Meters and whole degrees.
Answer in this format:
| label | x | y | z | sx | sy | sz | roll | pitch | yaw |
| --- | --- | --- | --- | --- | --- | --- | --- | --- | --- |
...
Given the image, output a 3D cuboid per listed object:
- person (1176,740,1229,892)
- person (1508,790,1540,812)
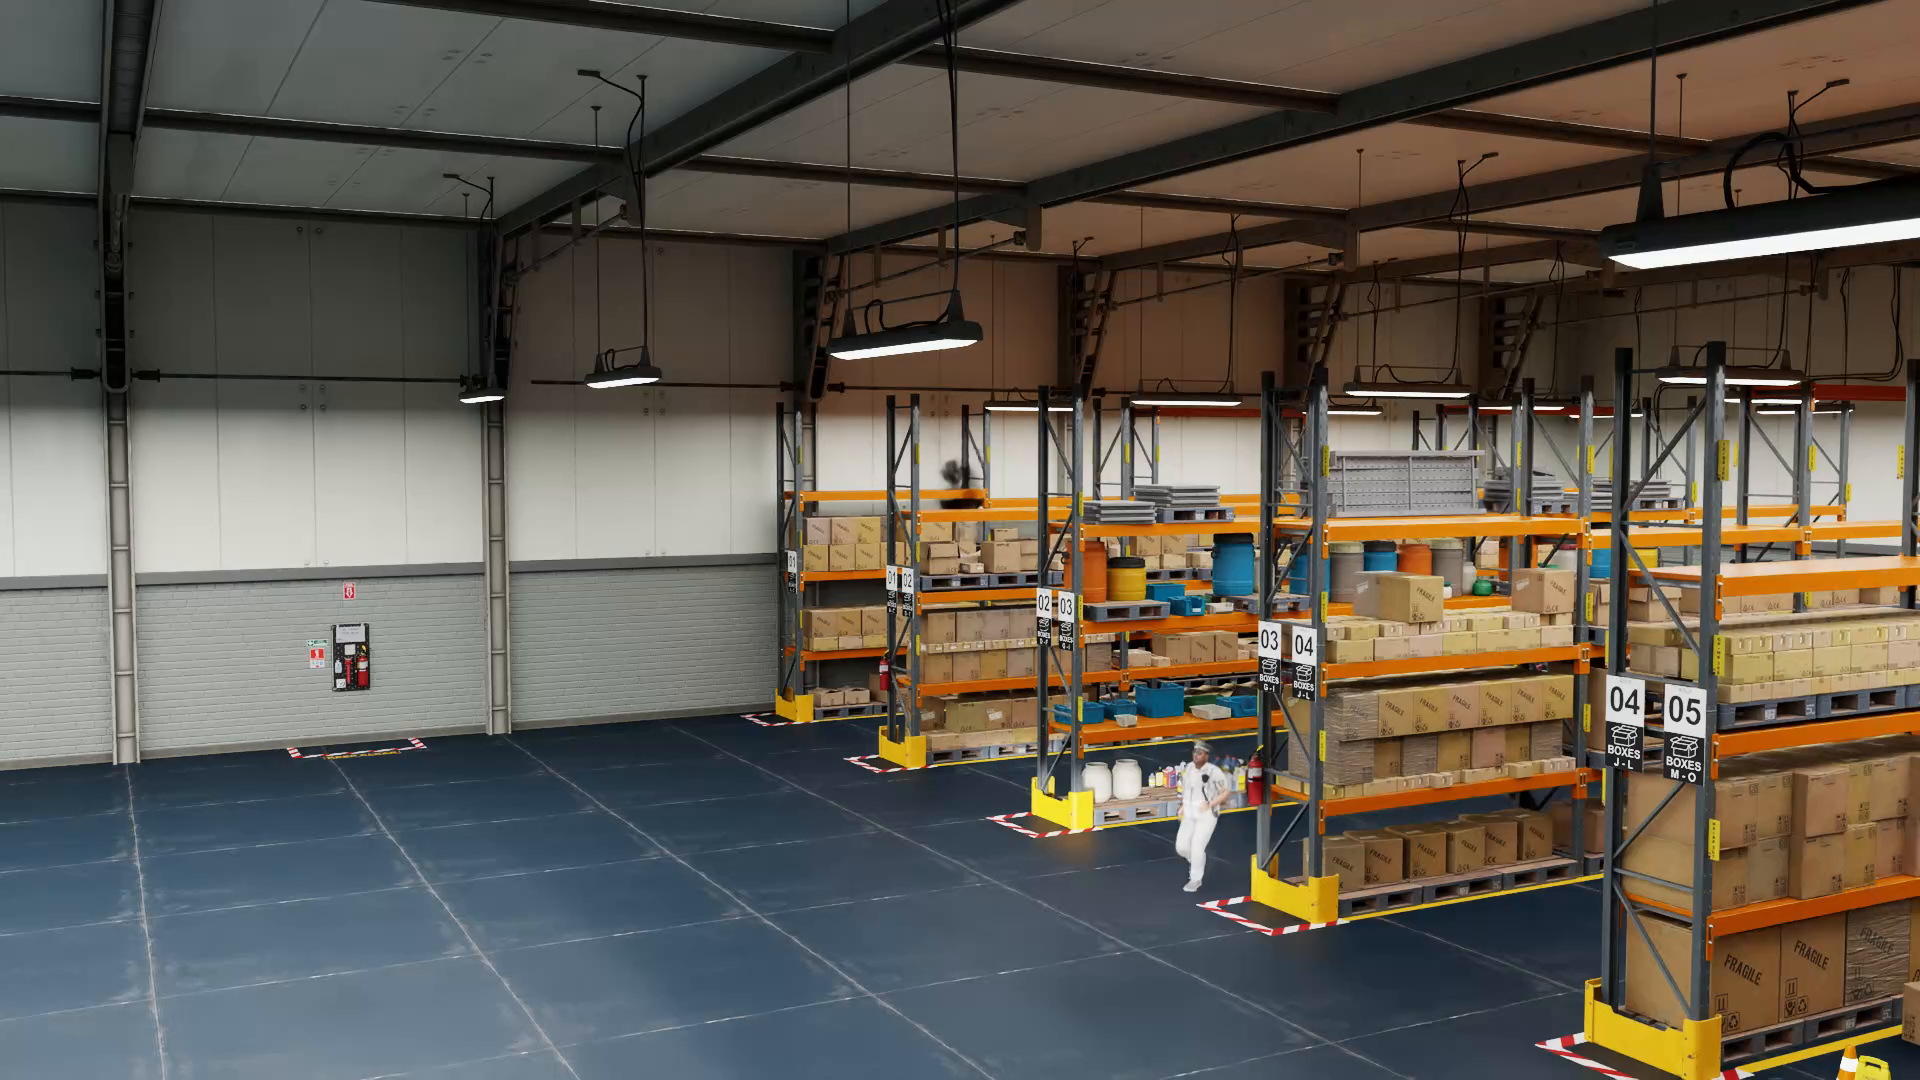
| label | x | y | z | sx | sy | sz | roll | pitch | yaw |
| --- | --- | --- | --- | --- | --- | --- | --- | --- | --- |
| person | 2.795 | 3.201 | 19.413 | 0.622 | 1.737 | 0.523 | 3 | 4 | 41 |
| person | 7.565 | 3.079 | 22.342 | 0.840 | 1.625 | 0.583 | -1 | 3 | -22 |
